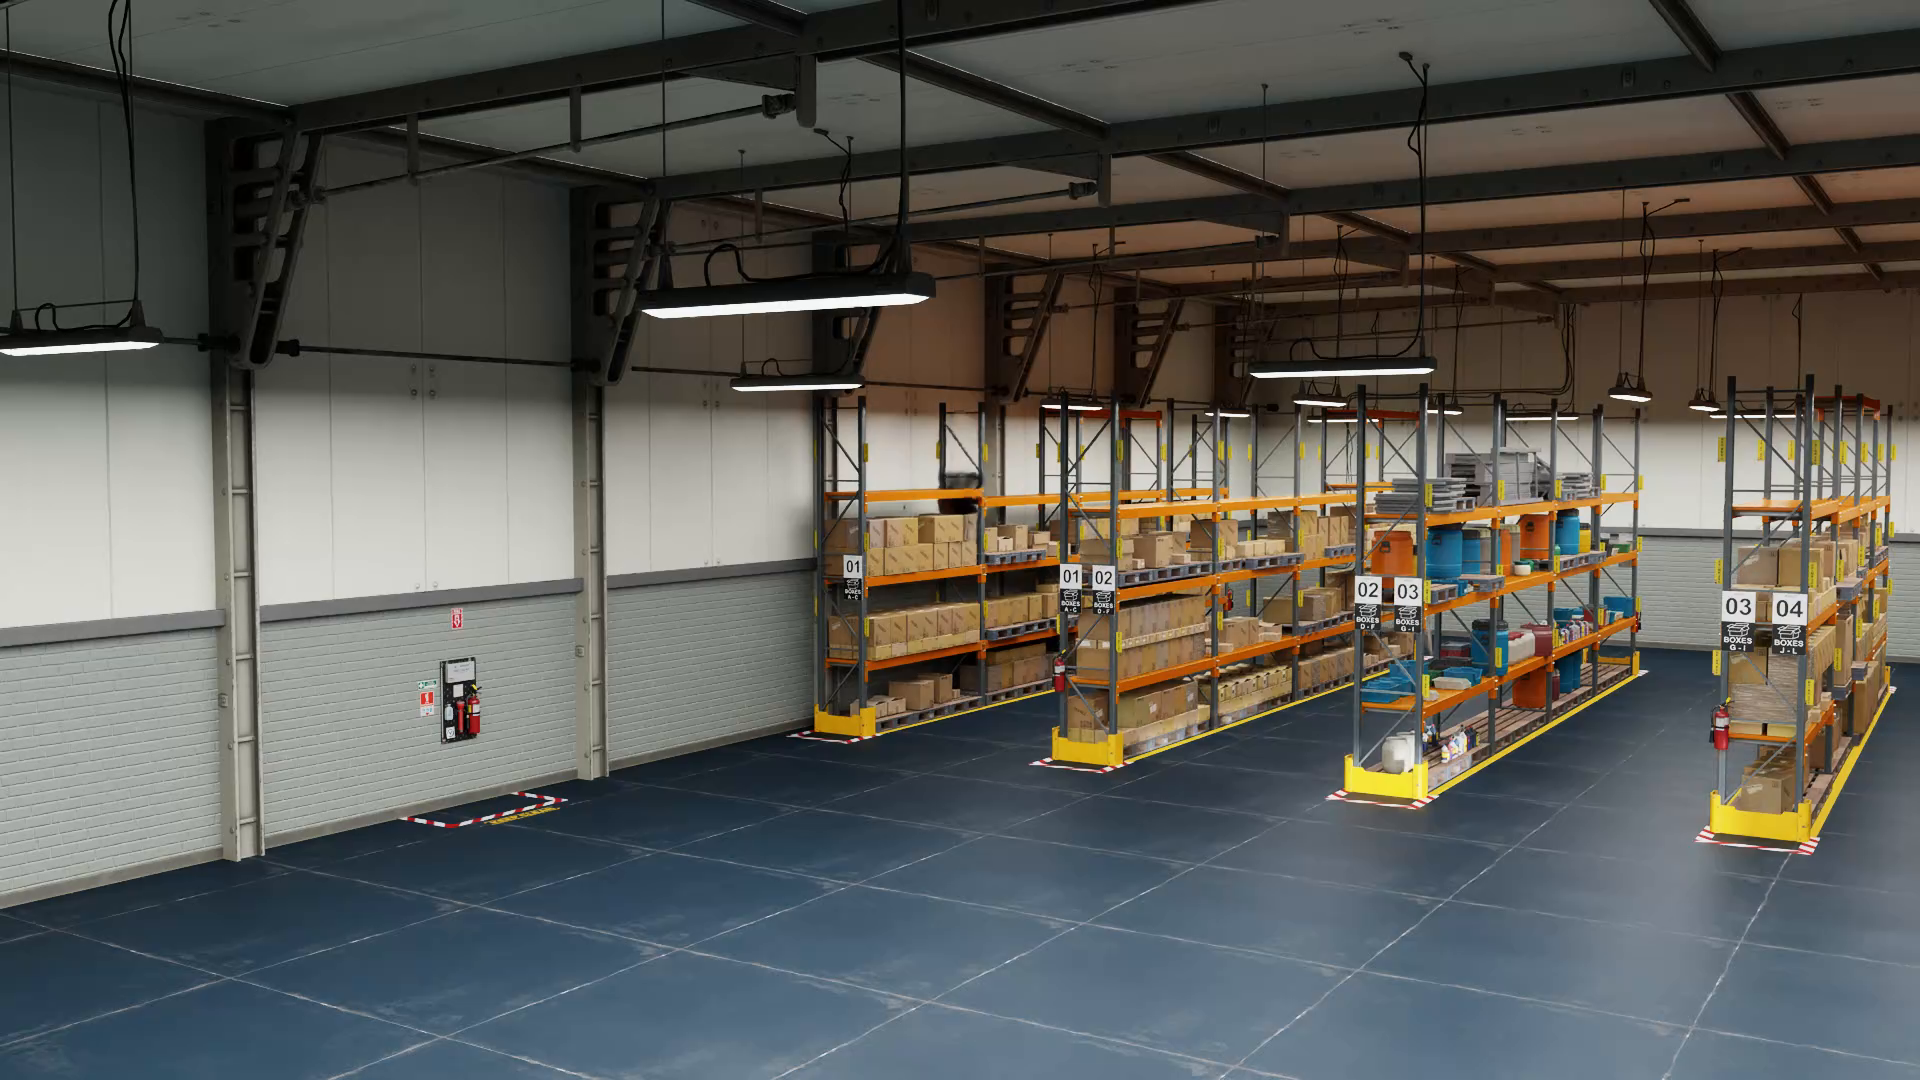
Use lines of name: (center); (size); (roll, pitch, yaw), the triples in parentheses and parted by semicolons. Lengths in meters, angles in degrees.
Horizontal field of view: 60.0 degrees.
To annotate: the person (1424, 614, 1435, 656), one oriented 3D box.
person: (11.554, 2.003, 41.395); (0.634, 1.732, 1.082); (-2, 3, -31)
